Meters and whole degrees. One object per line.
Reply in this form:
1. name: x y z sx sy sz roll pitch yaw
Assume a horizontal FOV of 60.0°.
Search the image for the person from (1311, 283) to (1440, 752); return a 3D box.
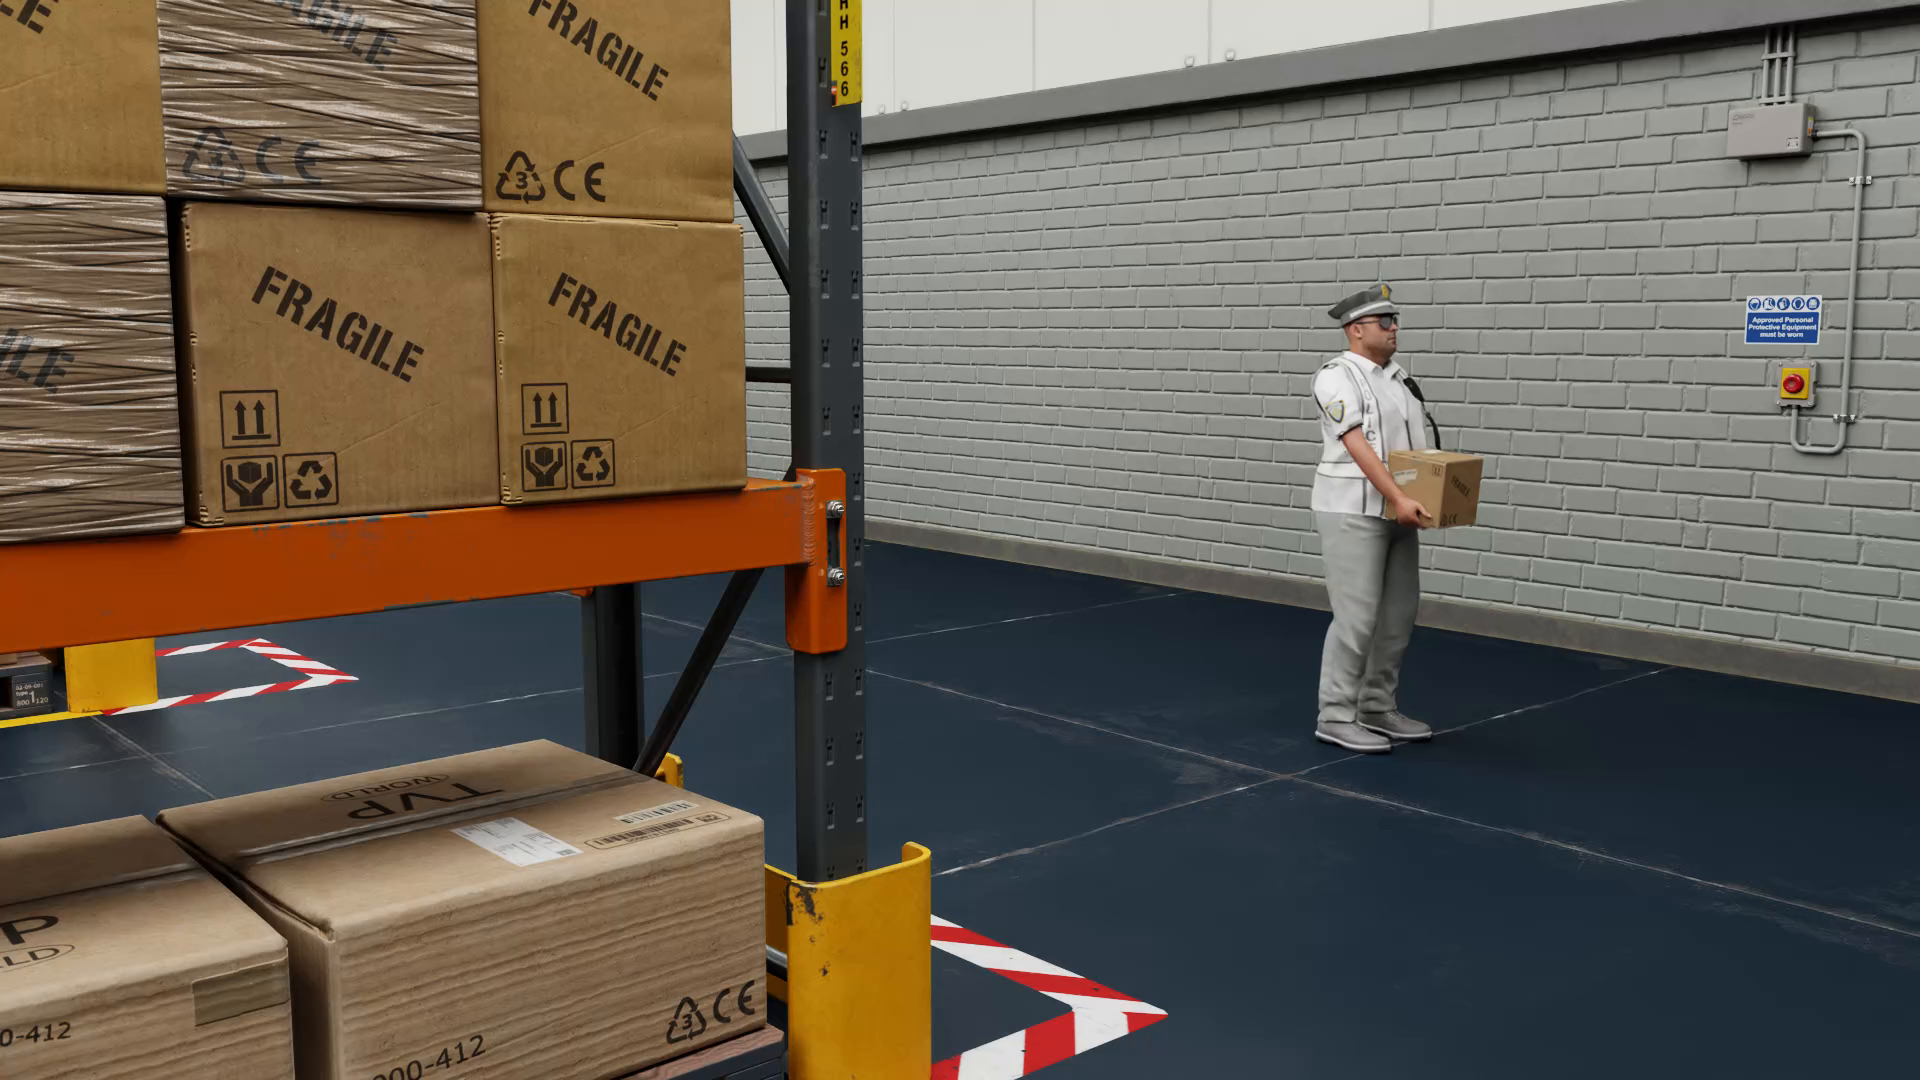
1. person: 1.653 -0.095 6.388 0.496 1.772 0.561 -6 10 -41
